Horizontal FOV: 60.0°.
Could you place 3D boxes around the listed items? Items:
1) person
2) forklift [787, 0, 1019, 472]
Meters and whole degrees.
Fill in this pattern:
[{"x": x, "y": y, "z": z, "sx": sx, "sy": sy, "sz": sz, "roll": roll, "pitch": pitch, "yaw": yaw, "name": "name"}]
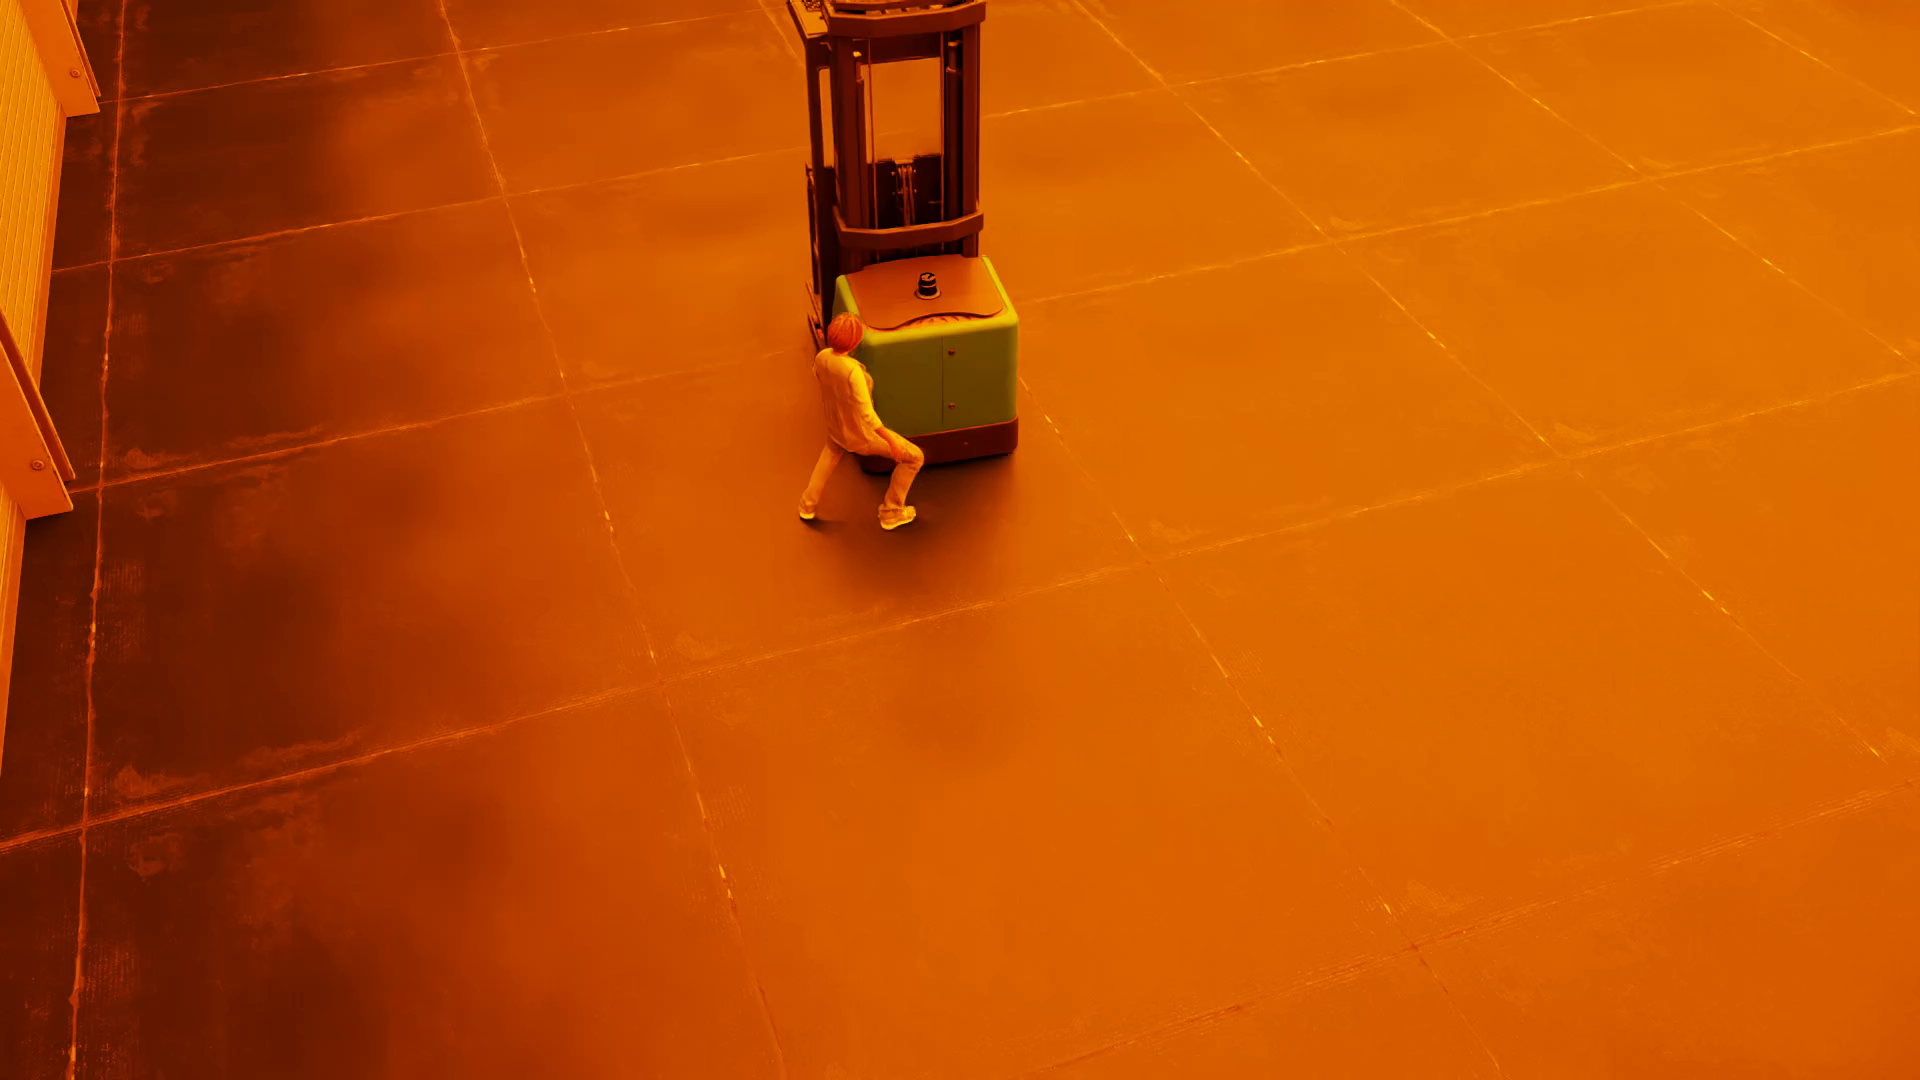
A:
[{"x": -0.646, "y": -0.717, "z": 10.010, "sx": 0.614, "sy": 1.483, "sz": 0.814, "roll": -27, "pitch": 47, "yaw": -29, "name": "person"}, {"x": -0.473, "y": -2.515, "z": 10.991, "sx": 1.130, "sy": 2.935, "sz": 3.031, "roll": -9, "pitch": 41, "yaw": -11, "name": "forklift"}]
